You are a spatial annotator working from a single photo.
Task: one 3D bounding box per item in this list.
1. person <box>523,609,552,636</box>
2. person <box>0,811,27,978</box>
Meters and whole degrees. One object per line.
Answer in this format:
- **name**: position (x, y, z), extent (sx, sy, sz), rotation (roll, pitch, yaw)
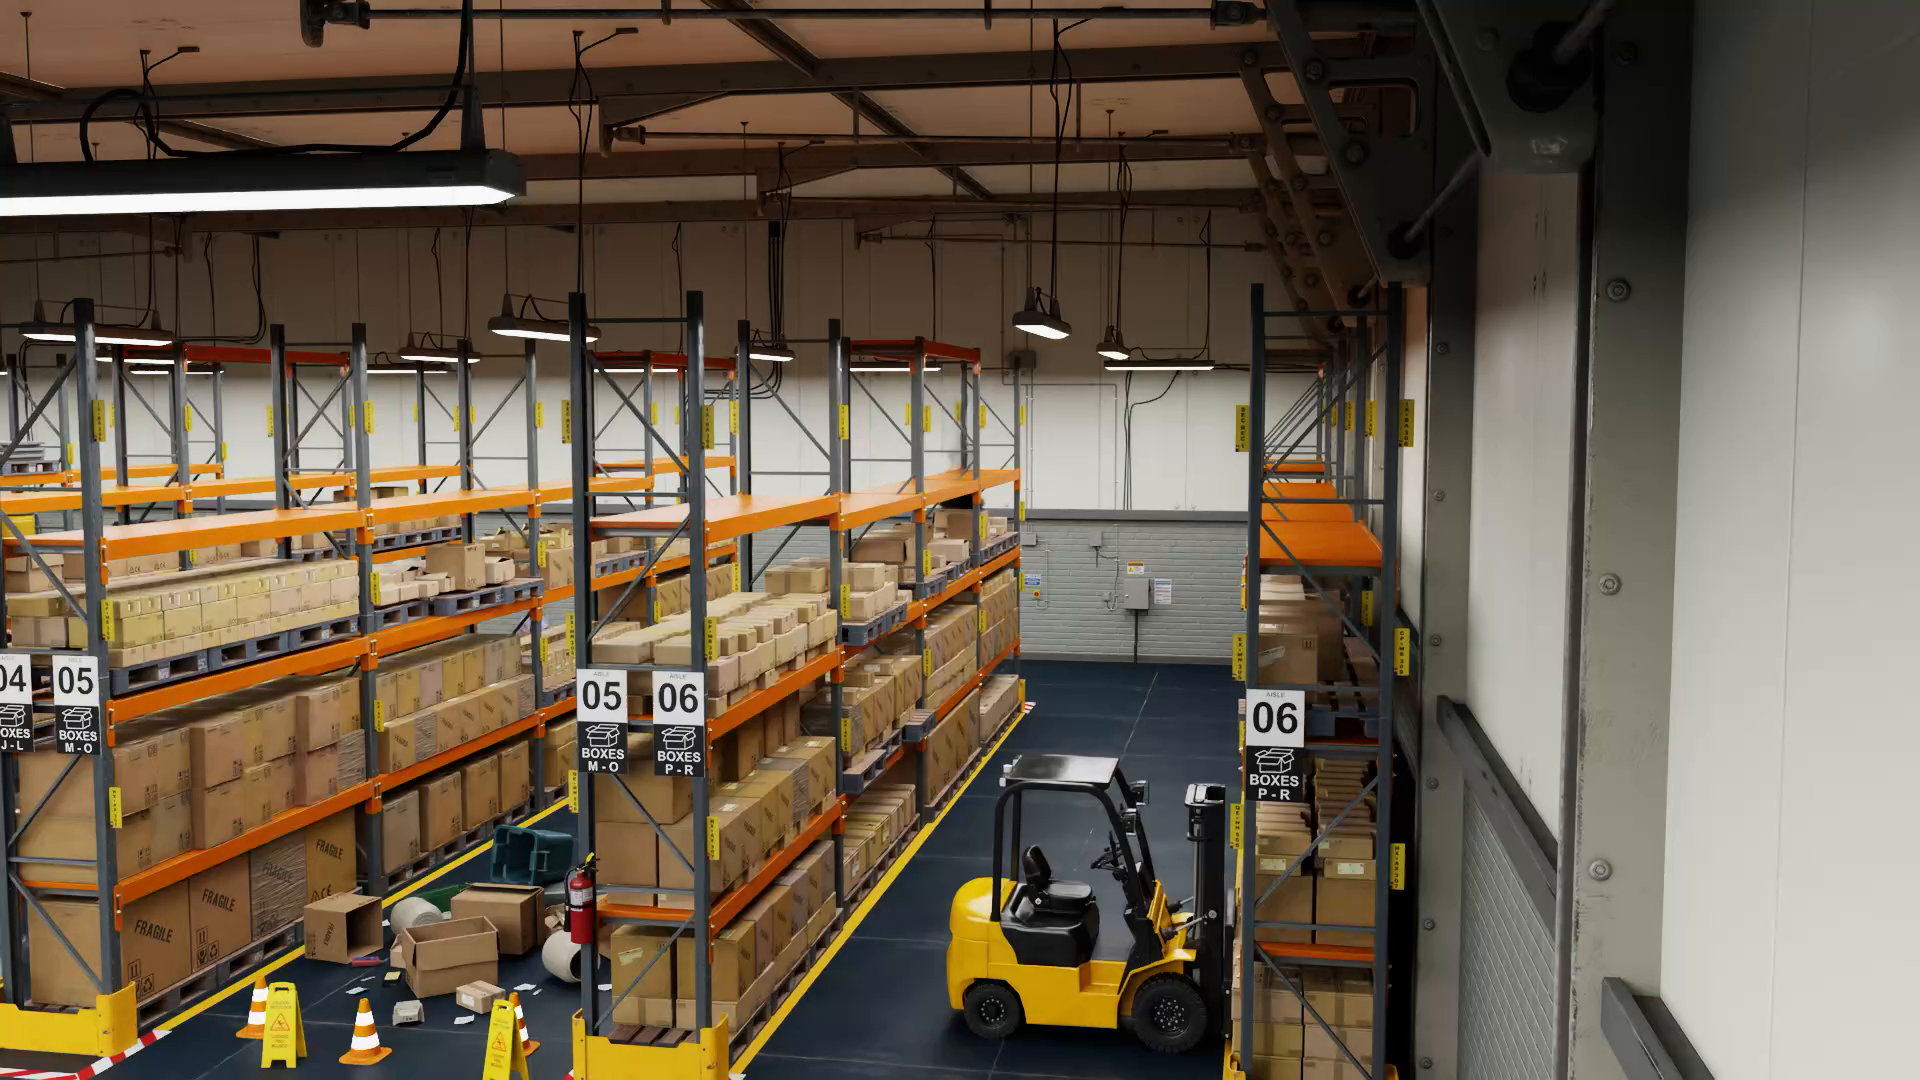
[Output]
- **person**: position (-7.544, 1.962, 29.853), extent (0.620, 1.628, 0.929), rotation (-3, 6, -34)
- **person**: position (-8.584, 3.066, 14.896), extent (0.681, 1.804, 0.897), rotation (0, 5, -4)
